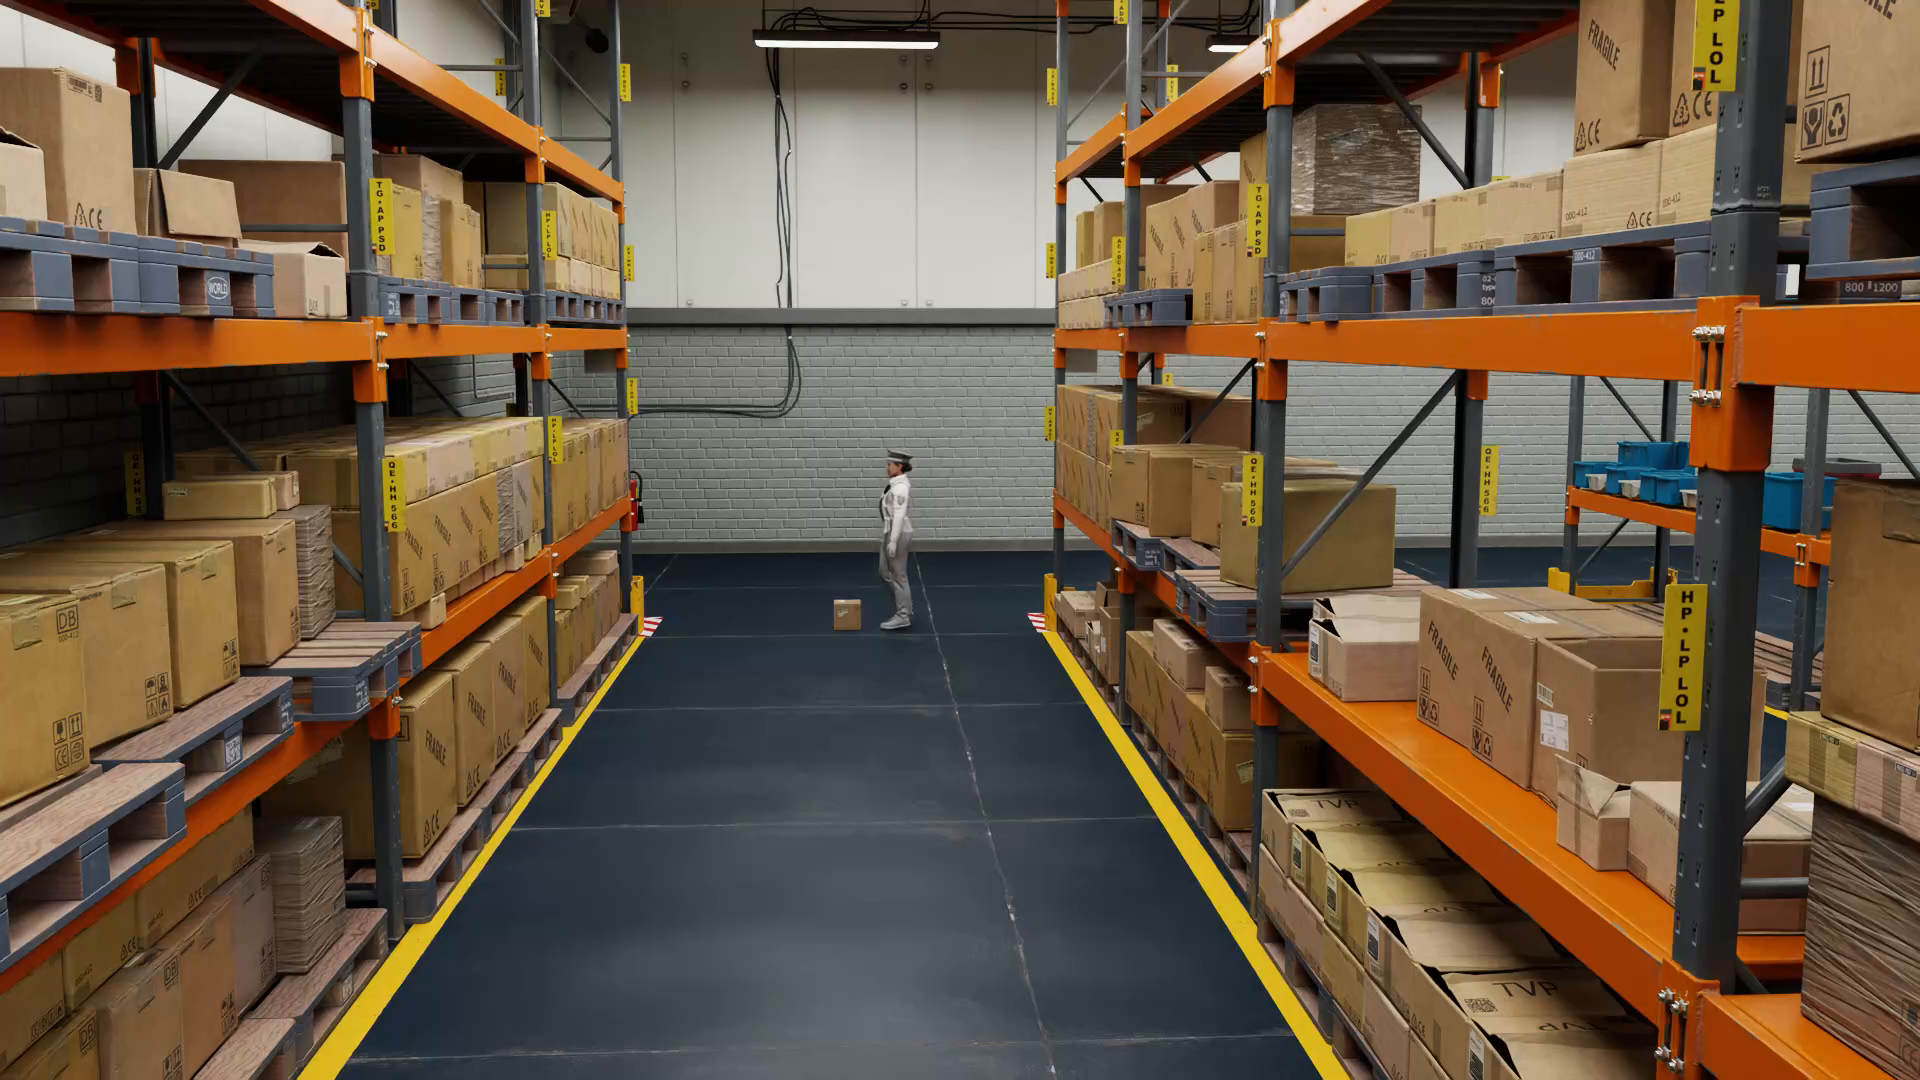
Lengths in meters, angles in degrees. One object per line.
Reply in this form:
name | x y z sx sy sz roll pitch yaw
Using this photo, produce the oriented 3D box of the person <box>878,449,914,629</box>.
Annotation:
person | -0.602 -0.009 15.683 0.337 1.696 0.500 0 7 -3
